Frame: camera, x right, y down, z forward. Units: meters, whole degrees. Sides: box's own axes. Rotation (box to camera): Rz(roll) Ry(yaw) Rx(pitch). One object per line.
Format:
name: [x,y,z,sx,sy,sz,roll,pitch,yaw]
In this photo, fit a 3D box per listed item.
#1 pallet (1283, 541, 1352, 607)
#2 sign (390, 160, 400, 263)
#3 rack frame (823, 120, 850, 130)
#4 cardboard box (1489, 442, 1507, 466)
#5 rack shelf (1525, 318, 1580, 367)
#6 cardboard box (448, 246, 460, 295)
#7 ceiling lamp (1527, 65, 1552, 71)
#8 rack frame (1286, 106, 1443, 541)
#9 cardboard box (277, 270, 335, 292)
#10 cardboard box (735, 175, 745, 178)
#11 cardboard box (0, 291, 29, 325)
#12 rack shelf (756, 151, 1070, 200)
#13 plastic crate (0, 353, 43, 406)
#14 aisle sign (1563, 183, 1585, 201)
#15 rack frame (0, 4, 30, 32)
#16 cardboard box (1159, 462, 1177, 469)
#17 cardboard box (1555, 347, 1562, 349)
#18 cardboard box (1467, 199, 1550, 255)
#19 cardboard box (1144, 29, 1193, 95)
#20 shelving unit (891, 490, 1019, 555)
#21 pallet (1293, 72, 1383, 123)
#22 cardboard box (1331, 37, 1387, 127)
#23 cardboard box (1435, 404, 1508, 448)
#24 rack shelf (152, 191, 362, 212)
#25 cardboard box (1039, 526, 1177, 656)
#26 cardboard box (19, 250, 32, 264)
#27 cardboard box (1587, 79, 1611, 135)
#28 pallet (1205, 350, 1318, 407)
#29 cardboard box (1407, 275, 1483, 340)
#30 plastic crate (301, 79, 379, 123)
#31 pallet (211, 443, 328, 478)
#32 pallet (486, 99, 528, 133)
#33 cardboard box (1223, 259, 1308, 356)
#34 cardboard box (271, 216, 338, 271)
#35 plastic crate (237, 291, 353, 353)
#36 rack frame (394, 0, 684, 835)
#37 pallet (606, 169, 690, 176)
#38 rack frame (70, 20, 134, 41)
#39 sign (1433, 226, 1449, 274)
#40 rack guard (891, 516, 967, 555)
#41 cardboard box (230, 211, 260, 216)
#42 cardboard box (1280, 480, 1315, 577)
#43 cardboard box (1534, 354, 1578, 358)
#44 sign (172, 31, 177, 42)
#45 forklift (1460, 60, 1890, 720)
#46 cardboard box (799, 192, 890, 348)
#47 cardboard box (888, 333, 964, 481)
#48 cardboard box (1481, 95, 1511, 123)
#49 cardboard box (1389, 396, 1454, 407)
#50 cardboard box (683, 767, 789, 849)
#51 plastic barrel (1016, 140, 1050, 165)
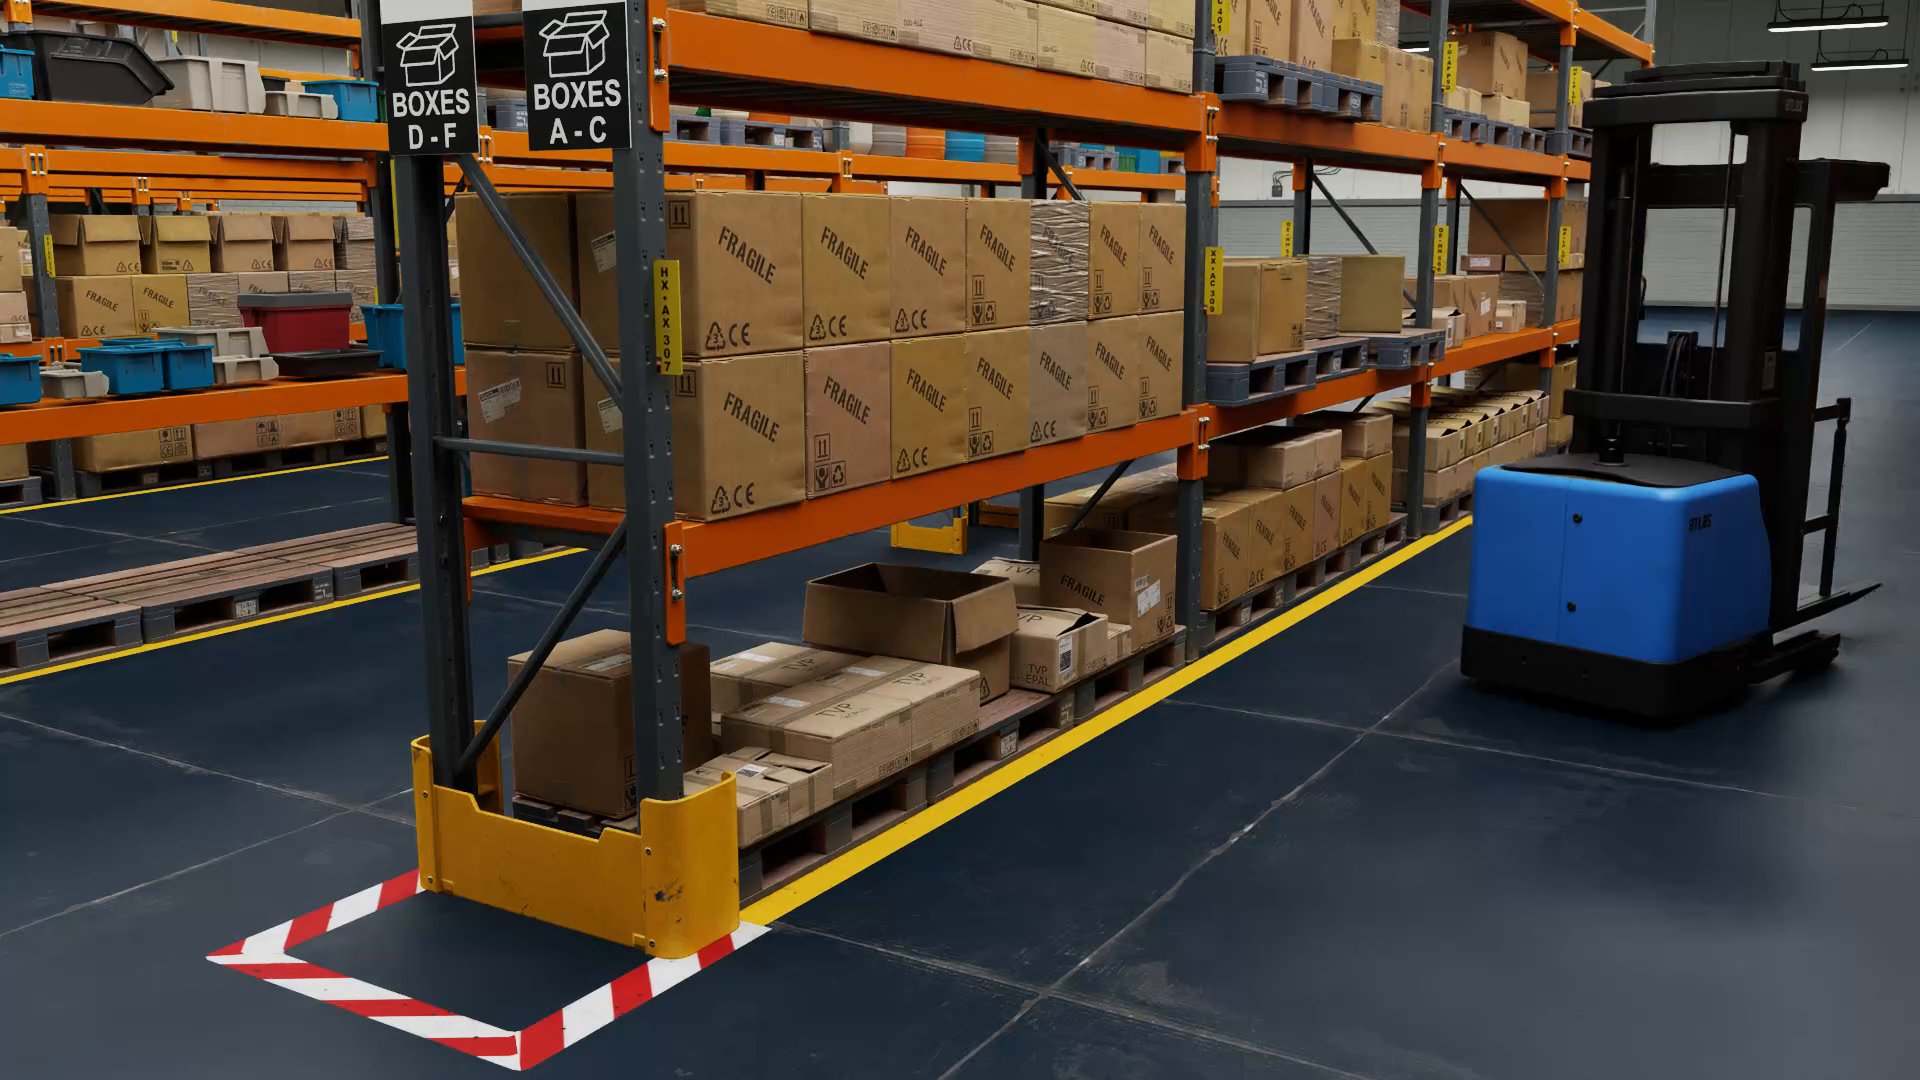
pallet: [1.794,0.152,10.482,1.003,0.211,1.213,6,12,31]
sign: [-1.770,-1.046,5.298,0.100,0.325,0.005,6,12,31]
rack frame: [-1.384,-4.946,13.833,1.000,3.000,0.127,6,12,31]
cardboard box: [4.162,-0.675,13.651,0.500,0.250,0.500,7,13,32]
rack shelf: [5.963,-2.113,16.960,1.077,0.370,4.000,6,12,31]
cardboard box: [-5.371,-2.815,17.339,0.500,0.500,0.500,5,12,24]
ceiling lamp: [14.669,-13.220,42.164,2.000,3.185,0.800,6,12,31]
rack frame: [2.848,-1.523,11.854,1.000,3.000,0.127,6,12,31]
cardboard box: [-6.192,-2.258,15.508,0.500,0.500,0.500,6,12,29]
cardboard box: [-2.817,-4.630,20.705,0.500,0.250,0.500,6,12,30]
cardboard box: [-7.699,-1.819,13.034,0.500,0.250,0.500,6,12,30]
rack shelf: [-0.345,-3.432,15.855,1.077,0.370,4.000,6,12,31]
plastic crate: [-4.786,-0.797,8.267,0.416,0.233,0.300,6,12,31]
aisle sign: [6.773,-4.099,18.547,0.394,0.787,0.004,6,12,31]
rack frame: [-7.694,-4.790,13.000,1.000,3.000,0.127,6,12,31]
cardboard box: [1.569,-0.223,10.504,0.500,0.500,0.500,6,12,29]
cardboard box: [6.026,-1.783,17.535,0.500,0.500,0.500,6,12,31]
cardboard box: [5.149,-2.910,15.462,0.700,0.500,0.500,6,12,31]
cardboard box: [0.746,-2.193,7.687,0.500,0.250,0.500,6,12,31]
shelving unit: [0.040,-0.749,11.795,0.587,1.500,1.083,6,12,31]
pallet: [1.705,-2.535,9.620,1.213,0.211,1.003,6,12,31]
cardboard box: [2.115,-2.813,10.320,0.910,0.500,0.500,6,12,31]
cardboard box: [4.169,-0.952,13.612,0.500,0.311,0.500,6,12,30]
rack shelf: [-10.972,-5.481,26.800,1.077,0.370,4.000,6,12,31]
cardboard box: [0.718,0.235,8.060,0.500,0.500,0.500,6,12,31]
cardboard box: [-10.200,-3.054,17.957,0.380,0.149,0.250,6,12,31]
cardboard box: [5.887,-4.200,16.196,0.797,0.503,0.637,8,13,37]
pallet: [1.279,-0.915,9.127,1.003,0.211,1.213,6,12,31]
cardboard box: [3.978,-1.921,13.705,0.500,0.500,0.500,6,12,31]
plastic crate: [-3.660,-2.586,9.836,0.416,0.233,0.300,6,12,31]
pallet: [-6.725,-0.792,15.524,1.003,0.211,1.213,6,12,31]
pallet: [-3.137,-2.882,11.474,1.213,0.211,1.003,6,12,31]
cardboard box: [1.511,-1.317,9.340,0.700,0.500,0.500,9,14,40]
cardboard box: [-6.351,-2.797,15.659,0.797,0.503,0.637,7,13,32]
plastic crate: [-4.138,-1.312,10.391,0.402,0.464,0.583,6,12,31]
rack frame: [-1.306,-0.265,5.133,1.000,3.000,0.127,6,12,31]
pallet: [-3.952,-4.395,19.550,1.213,0.211,1.003,6,12,31]
rack frame: [-9.804,-5.909,18.976,1.000,3.000,0.127,6,12,31]
sign: [3.316,-2.003,11.486,0.100,0.325,0.005,6,12,31]
rack guard: [-0.219,-0.057,11.491,0.587,0.250,0.087,6,12,31]
cardboard box: [-11.312,-4.860,25.878,0.700,0.500,0.500,6,12,31]
cardboard box: [1.764,-0.097,9.835,0.500,0.500,0.500,7,12,31]
cardboard box: [5.952,-1.576,16.429,0.500,0.500,0.500,6,12,31]
sign: [-11.533,-7.480,24.399,0.100,0.325,0.005,6,12,31]
forklift: [3.852,-0.842,8.400,3.031,2.935,1.130,-9,14,-41]
cardboard box: [-0.585,-0.933,5.713,0.500,0.500,0.500,7,12,31]
cardboard box: [-0.324,-0.519,6.219,0.500,0.500,0.500,6,12,31]
cardboard box: [4.314,-3.577,13.938,0.500,0.250,0.500,5,12,25]
cardboard box: [3.965,-1.082,14.304,0.500,0.311,0.500,6,12,29]
cardboard box: [-0.795,0.887,5.532,0.380,0.149,0.250,6,12,31]
plastic barrel: [0.614,-4.246,16.885,0.600,0.901,0.708,6,12,31]
